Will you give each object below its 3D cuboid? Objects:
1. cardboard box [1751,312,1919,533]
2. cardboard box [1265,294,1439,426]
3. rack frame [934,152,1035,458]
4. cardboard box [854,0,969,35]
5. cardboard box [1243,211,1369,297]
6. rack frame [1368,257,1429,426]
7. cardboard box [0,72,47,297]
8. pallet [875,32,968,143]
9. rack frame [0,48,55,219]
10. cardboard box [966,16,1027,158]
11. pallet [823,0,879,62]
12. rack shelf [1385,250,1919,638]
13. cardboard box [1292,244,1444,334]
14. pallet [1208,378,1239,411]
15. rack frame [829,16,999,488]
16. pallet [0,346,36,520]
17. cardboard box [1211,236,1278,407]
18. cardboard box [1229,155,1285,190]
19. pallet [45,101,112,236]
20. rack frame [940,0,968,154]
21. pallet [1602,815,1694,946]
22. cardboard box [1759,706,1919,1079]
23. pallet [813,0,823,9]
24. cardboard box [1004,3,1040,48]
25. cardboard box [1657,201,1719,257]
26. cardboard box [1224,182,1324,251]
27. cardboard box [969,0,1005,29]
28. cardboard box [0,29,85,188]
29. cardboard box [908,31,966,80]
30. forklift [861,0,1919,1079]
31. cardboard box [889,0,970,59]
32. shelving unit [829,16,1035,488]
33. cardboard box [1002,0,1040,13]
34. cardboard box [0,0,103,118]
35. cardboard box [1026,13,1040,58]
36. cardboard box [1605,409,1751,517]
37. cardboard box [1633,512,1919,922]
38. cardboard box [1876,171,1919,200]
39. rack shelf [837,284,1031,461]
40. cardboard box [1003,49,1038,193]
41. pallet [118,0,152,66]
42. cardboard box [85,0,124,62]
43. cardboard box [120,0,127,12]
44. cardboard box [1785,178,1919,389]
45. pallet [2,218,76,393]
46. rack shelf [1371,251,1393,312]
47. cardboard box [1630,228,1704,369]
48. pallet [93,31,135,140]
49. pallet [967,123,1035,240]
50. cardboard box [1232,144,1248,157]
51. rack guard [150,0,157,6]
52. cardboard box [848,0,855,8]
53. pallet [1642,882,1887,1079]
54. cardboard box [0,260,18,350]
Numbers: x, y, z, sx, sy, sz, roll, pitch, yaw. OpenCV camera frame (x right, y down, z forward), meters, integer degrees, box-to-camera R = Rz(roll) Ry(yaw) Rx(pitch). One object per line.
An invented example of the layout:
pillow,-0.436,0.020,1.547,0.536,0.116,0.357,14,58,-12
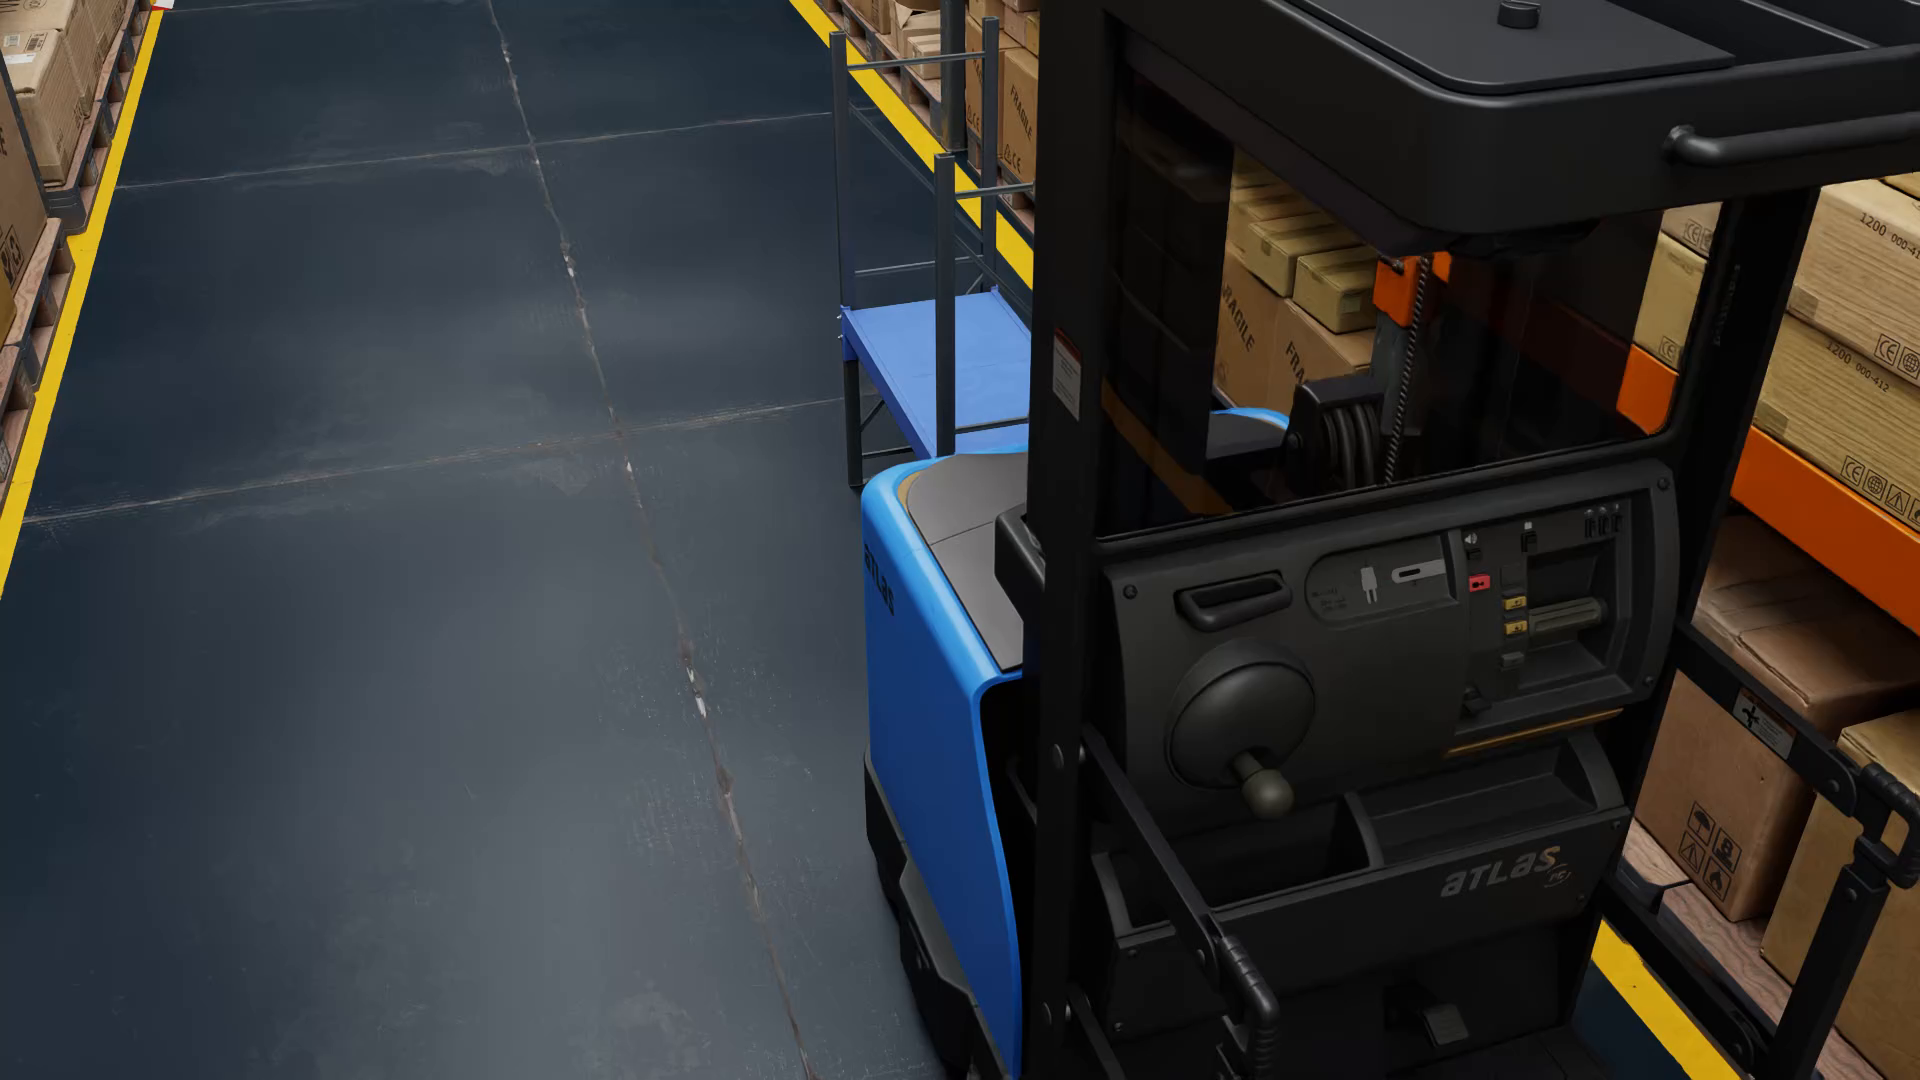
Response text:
cardboard box,1.836,-0.273,3.079,0.500,0.250,0.500,-11,35,-16
cardboard box,1.287,-0.462,5.115,0.500,0.500,0.500,-9,35,-13
rack frame,0.181,-0.314,4.365,0.500,1.500,0.032,-10,35,-15
cardboard box,-0.183,-3.139,9.166,0.700,0.500,0.500,-11,35,-17
cardboard box,1.116,-0.902,5.192,0.380,0.149,0.250,-12,35,-17
rack frame,1.620,-1.144,4.261,1.000,3.000,0.127,-10,35,-15
cardboard box,-4.060,-1.384,6.170,0.875,0.875,0.875,-9,34,-13
pallet,0.192,-2.442,8.754,1.003,0.211,1.213,-10,35,-15
rack frame,-4.326,-2.408,6.173,1.000,3.000,0.127,-10,35,-15
cardboard box,0.334,-2.085,7.571,0.500,0.500,0.500,-9,34,-13
pallet,-0.184,-3.083,9.725,1.003,0.211,1.213,-10,35,-15
rack shelf,2.231,0.206,2.870,1.077,0.370,4.000,-10,35,-15
cardboard box,1.229,-0.764,4.983,0.380,0.149,0.250,-12,35,-17
pallet,1.429,-0.379,5.632,1.003,0.211,1.213,-10,35,-15
rack frame,-0.129,-0.848,5.173,0.500,1.500,0.032,-10,35,-15
pallet,-3.643,-0.210,5.377,1.003,0.211,1.213,-10,35,-15
cardboard box,1.144,-0.727,5.516,0.500,0.500,0.500,-11,35,-15
cardboard box,1.040,-1.194,5.634,0.380,0.149,0.250,-9,35,-13
pallet,-4.483,-1.657,7.566,1.003,0.211,1.213,-10,35,-15
rack frame,0.400,-3.244,7.439,1.000,3.000,0.127,-10,35,-15
pallet,1.834,0.458,4.365,1.003,0.211,1.213,-10,35,-15
cardboard box,2.210,0.696,3.249,0.875,0.625,0.625,-11,35,-17
pallet,-0.553,-3.723,10.692,1.003,0.211,1.213,-10,35,-15
cardboard box,0.415,-2.282,7.280,0.380,0.149,0.250,-11,35,-16
cardboard box,1.675,-0.753,3.351,0.500,0.250,0.500,-9,34,-13
cardboard box,1.078,-1.048,5.413,0.380,0.149,0.250,-11,35,-16
cardboard box,0.256,-2.414,7.481,0.380,0.149,0.250,-8,34,-12
cardboard box,-4.415,-1.862,7.289,0.875,0.438,0.875,-11,35,-15
cardboard box,-0.049,-2.473,8.477,0.380,0.149,0.250,-11,35,-16
forklift,0.729,0.204,2.282,1.130,2.935,3.031,-11,35,-16
cardboard box,-0.158,-2.709,8.728,0.396,0.266,0.258,-9,34,-13
shelving unit,0.026,-0.581,4.769,0.538,1.500,1.048,-10,35,-15
cardboard box,0.381,-2.410,7.204,0.380,0.149,0.250,-12,35,-17
cardboard box,-4.689,-2.332,8.001,0.875,0.438,0.875,-11,35,-16
cardboard box,0.504,-2.149,7.079,0.380,0.149,0.250,-12,35,-17
cardboard box,1.798,0.001,4.301,0.875,0.625,0.625,-9,34,-13
cardboard box,2.005,0.343,3.783,0.875,0.625,0.625,-9,34,-13
cardboard box,1.820,-0.707,2.920,0.380,0.149,0.250,-10,35,-14
rack shelf,0.026,-0.431,4.868,0.538,0.185,1.000,-10,35,-15
cardboard box,0.505,-1.807,7.150,0.500,0.500,0.500,-10,35,-15
pallet,-5.227,-2.938,9.504,1.003,0.211,1.213,-10,35,-15
cardboard box,-4.962,-2.805,8.718,0.875,0.438,0.875,-9,35,-13
cardboard box,-5.249,-3.284,9.443,0.875,0.438,0.875,-11,35,-16
cardboard box,1.817,-0.475,2.931,0.500,0.250,0.500,-11,35,-16
pallet,-4.018,-0.852,6.348,1.003,0.211,1.213,-10,35,-15
rack shelf,1.010,-1.894,6.048,1.077,0.370,4.000,-10,35,-15
cardboard box,1.672,-0.543,3.486,0.500,0.250,0.500,-11,35,-16
pallet,-4.859,-2.298,8.537,1.003,0.211,1.213,-10,35,-15
pallet,0.684,-1.660,7.571,1.003,0.211,1.213,-10,35,-15
cardboard box,0.964,-1.325,5.832,0.380,0.149,0.250,-11,35,-15
rack guard,-5.553,-3.477,10.059,1.175,0.500,0.348,-10,35,-15
cardboard box,-0.434,-3.390,9.546,0.500,0.500,0.500,-9,35,-14
pallet,2.203,1.097,3.398,1.003,0.211,1.213,-10,35,-15
cardboard box,-3.777,-0.911,5.455,0.875,0.875,0.875,-9,35,-13
